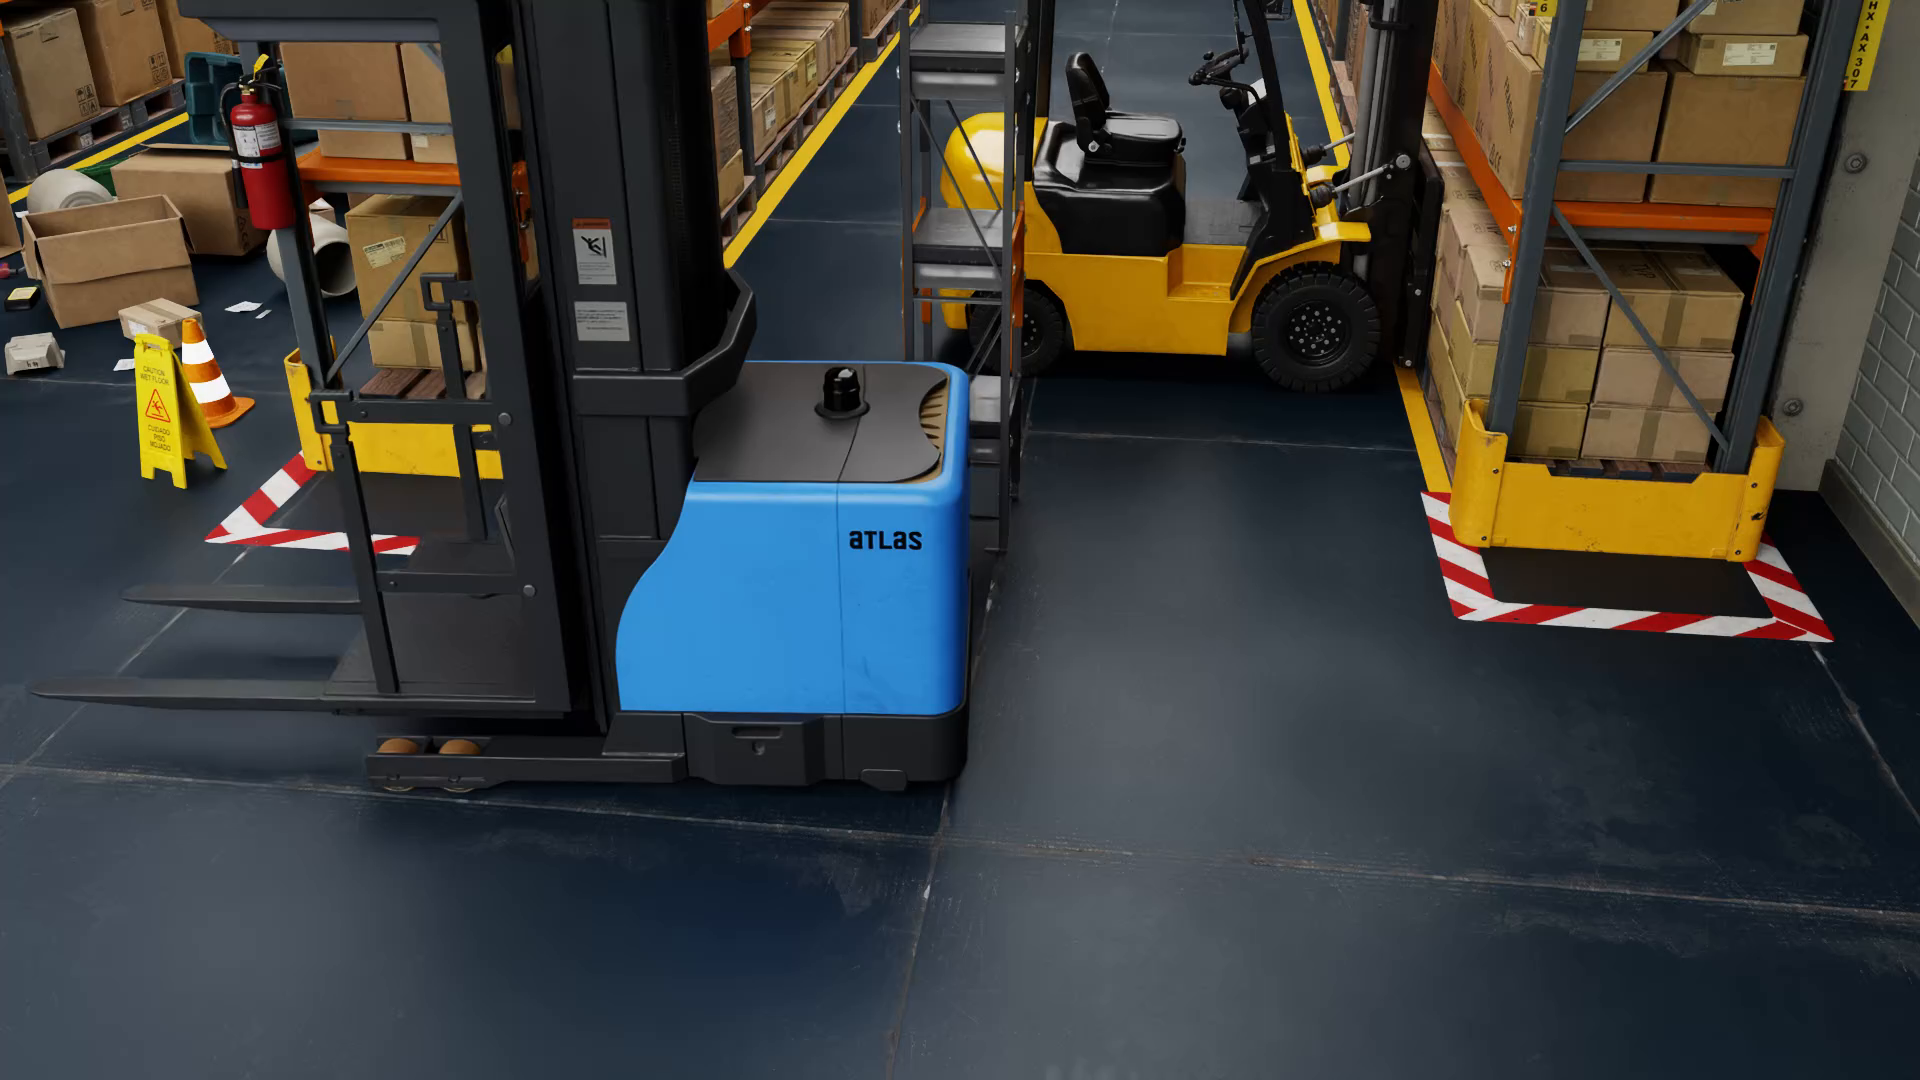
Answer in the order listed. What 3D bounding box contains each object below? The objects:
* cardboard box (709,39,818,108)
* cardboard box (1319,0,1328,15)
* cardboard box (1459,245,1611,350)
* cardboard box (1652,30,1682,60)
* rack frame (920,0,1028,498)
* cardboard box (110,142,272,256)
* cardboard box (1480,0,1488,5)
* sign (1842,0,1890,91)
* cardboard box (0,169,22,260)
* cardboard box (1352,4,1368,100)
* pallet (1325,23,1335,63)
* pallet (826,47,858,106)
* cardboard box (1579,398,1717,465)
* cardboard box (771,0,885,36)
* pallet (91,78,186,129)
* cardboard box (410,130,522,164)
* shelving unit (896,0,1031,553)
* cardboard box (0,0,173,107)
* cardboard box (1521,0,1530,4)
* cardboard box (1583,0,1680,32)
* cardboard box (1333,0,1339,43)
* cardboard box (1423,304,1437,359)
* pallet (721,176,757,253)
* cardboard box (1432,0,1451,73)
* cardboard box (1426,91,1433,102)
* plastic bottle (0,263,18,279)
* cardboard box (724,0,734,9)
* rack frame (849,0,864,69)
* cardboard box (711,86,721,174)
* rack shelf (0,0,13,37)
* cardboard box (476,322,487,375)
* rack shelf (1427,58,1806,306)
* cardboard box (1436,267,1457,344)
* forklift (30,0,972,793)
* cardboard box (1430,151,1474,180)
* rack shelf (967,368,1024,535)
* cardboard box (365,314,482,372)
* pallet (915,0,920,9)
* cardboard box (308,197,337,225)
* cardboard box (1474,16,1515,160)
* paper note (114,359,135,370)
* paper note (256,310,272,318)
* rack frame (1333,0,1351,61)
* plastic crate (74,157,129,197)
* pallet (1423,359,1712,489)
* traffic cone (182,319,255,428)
[{"bbox_3d":[-1.595,-3.467,12.350,0.950,0.372,0.625,4,29,8],"label":"cardboard box"},{"bbox_3d":[3.609,-5.145,15.330,0.500,0.500,0.500,2,28,4],"label":"cardboard box"},{"bbox_3d":[2.359,-1.006,6.856,0.500,0.250,0.500,4,29,8],"label":"cardboard box"},{"bbox_3d":[2.878,-1.950,6.418,0.380,0.149,0.250,3,28,6],"label":"cardboard box"},{"bbox_3d":[0.050,-1.117,6.610,0.400,2.100,0.015,3,28,6],"label":"rack frame"},{"bbox_3d":[-4.506,-2.018,9.823,0.797,0.637,0.503,3,28,6],"label":"cardboard box"},{"bbox_3d":[2.509,-2.471,7.384,0.380,0.149,0.250,4,29,7],"label":"cardboard box"},{"bbox_3d":[3.162,-1.737,5.816,0.100,0.325,0.005,3,28,6],"label":"sign"},{"bbox_3d":[-5.922,-1.876,9.703,0.500,0.500,0.500,8,29,15],"label":"cardboard box"},{"bbox_3d":[3.430,-3.661,12.443,0.875,0.625,0.625,4,29,8],"label":"cardboard box"},{"bbox_3d":[3.721,-4.244,14.404,1.003,0.211,1.213,3,28,6],"label":"pallet"},{"bbox_3d":[-1.432,-3.813,13.606,1.003,0.211,1.213,3,28,6],"label":"pallet"},{"bbox_3d":[2.866,-0.550,7.065,0.500,0.250,0.500,3,29,6],"label":"cardboard box"},{"bbox_3d":[-1.168,-4.978,14.626,0.875,0.875,0.875,3,28,6],"label":"cardboard box"},{"bbox_3d":[-6.583,-3.482,12.990,1.003,0.211,1.213,3,28,6],"label":"pallet"},{"bbox_3d":[-2.068,-1.680,6.971,0.380,0.149,0.250,3,29,6],"label":"cardboard box"},{"bbox_3d":[0.020,-1.002,6.397,0.431,2.100,0.503,3,28,6],"label":"shelving unit"},{"bbox_3d":[-6.641,-3.712,12.406,1.050,0.750,0.750,3,28,6],"label":"cardboard box"},{"bbox_3d":[2.471,-2.106,6.707,0.380,0.149,0.250,4,29,7],"label":"cardboard box"},{"bbox_3d":[2.446,-1.998,6.192,0.380,0.149,0.250,3,29,6],"label":"cardboard box"},{"bbox_3d":[3.430,-4.418,13.981,0.500,0.500,0.500,4,29,8],"label":"cardboard box"},{"bbox_3d":[2.496,-1.039,7.972,0.500,0.250,0.500,4,29,7],"label":"cardboard box"},{"bbox_3d":[-1.872,-1.980,10.203,1.003,0.211,1.213,3,28,6],"label":"pallet"},{"bbox_3d":[2.680,-2.605,8.317,0.500,0.500,0.500,3,28,6],"label":"cardboard box"},{"bbox_3d":[2.731,-2.444,9.526,0.500,0.250,0.500,3,28,5],"label":"cardboard box"},{"bbox_3d":[-5.558,-1.542,9.548,0.283,0.061,0.133,-6,29,-11],"label":"plastic bottle"},{"bbox_3d":[-1.562,-3.246,9.878,0.380,0.149,0.250,3,28,6],"label":"cardboard box"},{"bbox_3d":[-1.335,-5.409,13.627,1.000,3.000,0.127,3,28,6],"label":"rack frame"},{"bbox_3d":[-1.692,-2.297,9.516,0.500,0.500,0.500,4,29,7],"label":"cardboard box"},{"bbox_3d":[-6.505,-4.391,12.496,1.077,0.370,4.000,3,28,6],"label":"rack shelf"},{"bbox_3d":[-1.942,-0.981,7.864,0.500,0.250,0.500,3,28,6],"label":"cardboard box"},{"bbox_3d":[2.857,-1.981,8.023,1.077,0.370,4.000,3,28,6],"label":"rack shelf"},{"bbox_3d":[2.433,-1.033,7.435,0.500,0.250,0.500,3,28,6],"label":"cardboard box"},{"bbox_3d":[-1.483,-0.740,5.034,3.031,2.935,1.130,1,28,1],"label":"forklift"},{"bbox_3d":[2.537,-1.723,8.187,0.500,0.250,0.500,3,28,5],"label":"cardboard box"},{"bbox_3d":[0.020,-0.374,6.735,0.431,0.518,0.480,3,28,6],"label":"rack shelf"},{"bbox_3d":[-2.480,-1.025,7.946,0.500,0.250,0.500,3,28,6],"label":"cardboard box"},{"bbox_3d":[-0.864,-5.696,17.101,1.003,0.211,1.213,3,28,6],"label":"pallet"},{"bbox_3d":[-4.055,-2.063,10.300,0.258,0.266,0.396,-17,33,-29],"label":"cardboard box"},{"bbox_3d":[2.484,-1.891,6.992,0.500,0.500,0.500,4,29,8],"label":"cardboard box"},{"bbox_3d":[-4.175,-0.896,8.382,0.148,0.019,0.142,-6,29,-11],"label":"paper note"},{"bbox_3d":[-3.774,-1.225,9.013,0.032,0.001,0.123,3,28,6],"label":"paper note"},{"bbox_3d":[3.592,-5.122,13.095,1.000,3.000,0.127,3,28,6],"label":"rack frame"},{"bbox_3d":[-5.471,-2.395,10.938,0.450,0.188,0.662,9,28,37],"label":"plastic crate"},{"bbox_3d":[2.664,-0.491,7.439,1.003,0.211,1.213,3,28,6],"label":"pallet"},{"bbox_3d":[-3.543,-0.803,7.753,0.336,0.463,0.334,3,28,6],"label":"traffic cone"}]
